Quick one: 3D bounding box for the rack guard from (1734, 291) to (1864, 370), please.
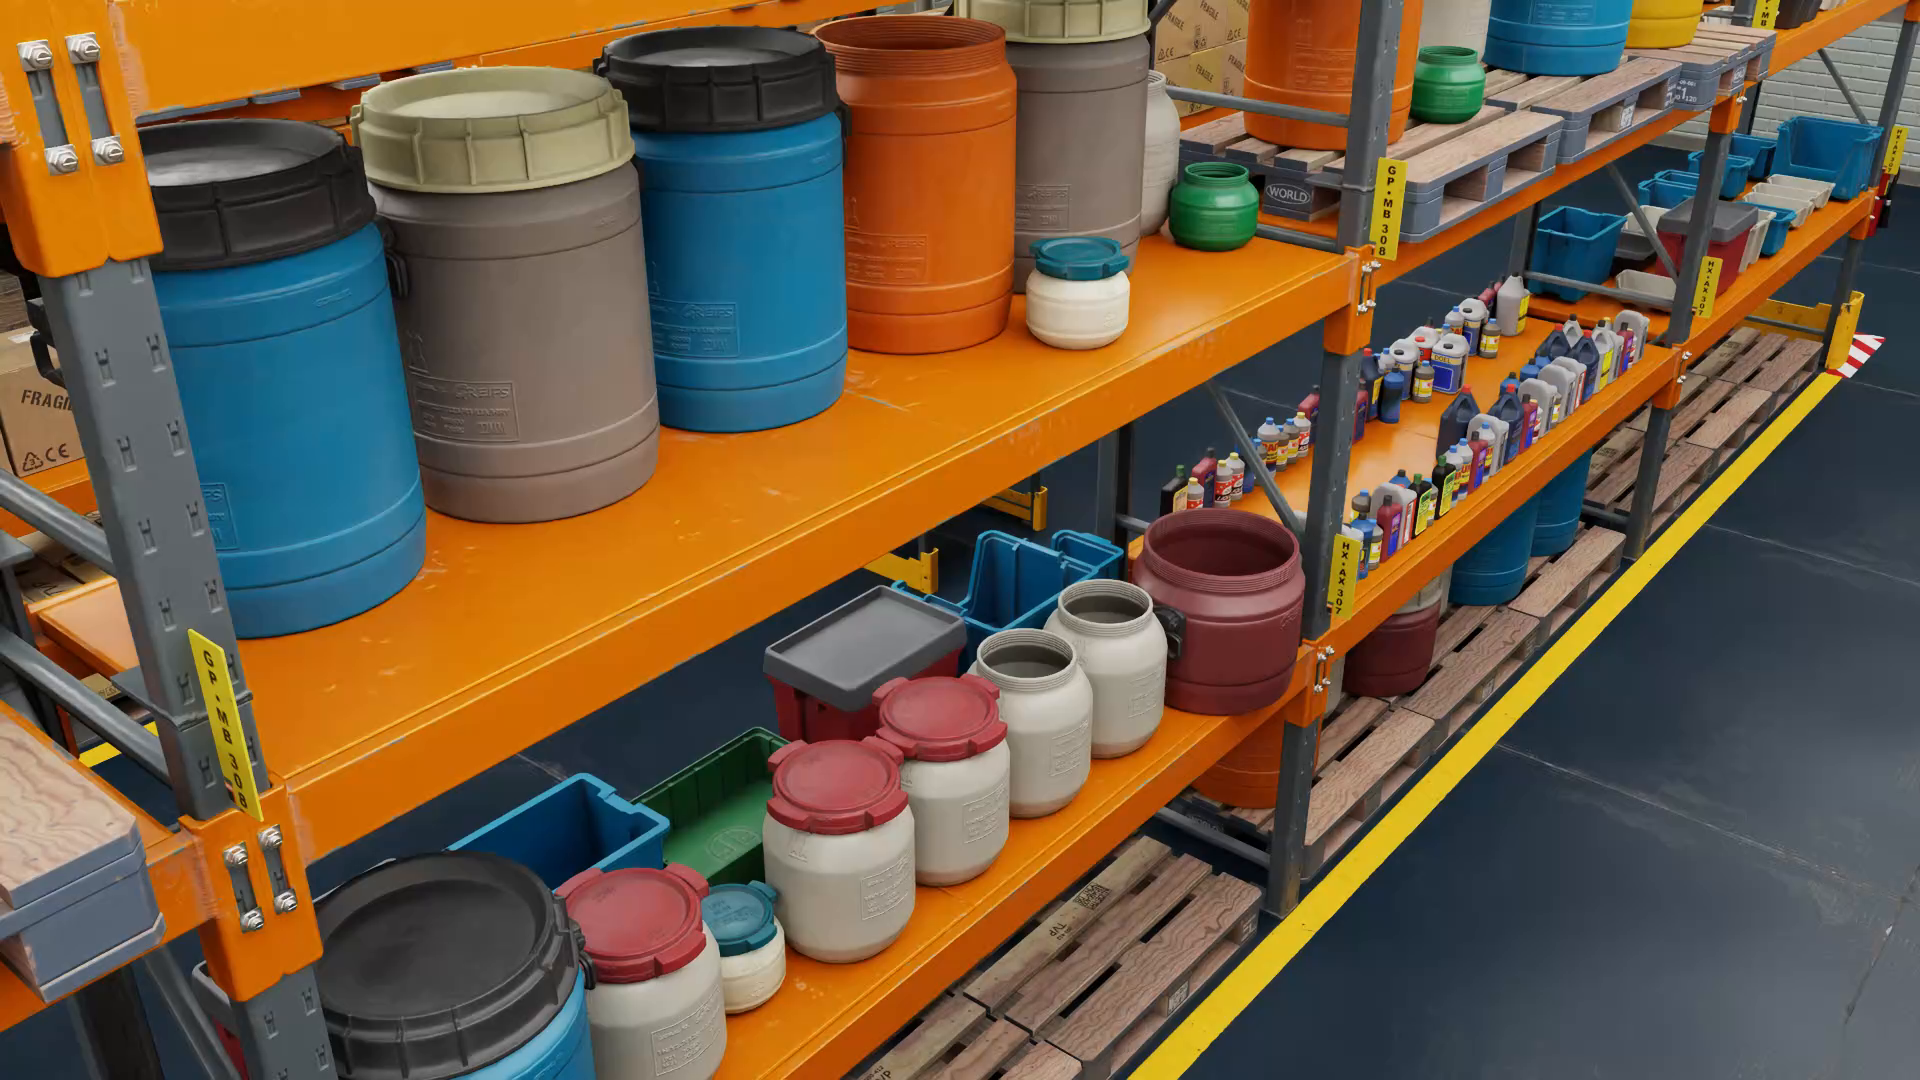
[{"bbox_3d":[6.057,-1.688,12.469,1.175,0.500,0.348,21,34,34],"label":"rack guard"}]

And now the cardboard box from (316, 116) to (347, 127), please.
[{"bbox_3d":[-5.153,-3.429,13.366,0.380,0.149,0.250,22,35,36],"label":"cardboard box"}]

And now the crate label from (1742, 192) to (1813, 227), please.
[{"bbox_3d":[5.319,-2.149,10.861,0.396,0.136,0.243,21,34,34],"label":"crate label"}]

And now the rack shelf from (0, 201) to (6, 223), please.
[{"bbox_3d":[-7.953,-1.816,10.780,1.077,0.370,4.000,21,34,34],"label":"rack shelf"}]

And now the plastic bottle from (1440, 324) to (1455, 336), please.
[{"bbox_3d":[2.530,-1.029,8.692,0.097,0.201,0.097,0,27,0],"label":"plastic bottle"}]

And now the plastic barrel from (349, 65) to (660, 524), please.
[{"bbox_3d":[-1.009,-0.562,3.762,0.600,0.901,0.600,0,27,0],"label":"plastic barrel"}]

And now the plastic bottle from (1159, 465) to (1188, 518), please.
[{"bbox_3d":[0.891,-0.166,6.933,0.061,0.283,0.133,21,34,34],"label":"plastic bottle"}]

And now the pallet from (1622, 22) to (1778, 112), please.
[{"bbox_3d":[3.084,-2.310,7.891,1.213,0.211,1.003,21,34,34],"label":"pallet"}]

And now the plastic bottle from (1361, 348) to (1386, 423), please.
[{"bbox_3d":[1.954,-0.758,8.005,0.144,0.351,0.185,21,34,34],"label":"plastic bottle"}]

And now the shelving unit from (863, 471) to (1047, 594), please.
[{"bbox_3d":[-0.048,-0.639,9.353,0.587,1.500,1.083,21,34,34],"label":"shelving unit"}]

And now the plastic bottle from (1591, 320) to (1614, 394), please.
[{"bbox_3d":[3.175,-0.924,8.326,0.144,0.351,0.185,21,34,34],"label":"plastic bottle"}]

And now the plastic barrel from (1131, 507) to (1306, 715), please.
[{"bbox_3d":[0.902,0.243,5.868,0.600,0.536,0.708,21,34,34],"label":"plastic barrel"}]

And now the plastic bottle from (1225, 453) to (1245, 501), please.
[{"bbox_3d":[1.188,-0.281,7.245,0.097,0.201,0.097,0,27,0],"label":"plastic bottle"}]

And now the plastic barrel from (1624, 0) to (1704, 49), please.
[{"bbox_3d":[3.084,-2.587,7.560,0.600,0.588,0.600,0,27,0],"label":"plastic barrel"}]

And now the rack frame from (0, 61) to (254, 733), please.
[{"bbox_3d":[-1.581,-1.196,2.268,1.000,3.000,0.127,21,34,34],"label":"rack frame"}]

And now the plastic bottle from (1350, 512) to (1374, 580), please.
[{"bbox_3d":[1.583,0.016,6.595,0.097,0.271,0.097,0,27,0],"label":"plastic bottle"}]

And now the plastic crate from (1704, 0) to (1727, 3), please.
[{"bbox_3d":[4.404,-3.370,9.864,0.437,0.282,0.530,21,34,34],"label":"plastic crate"}]

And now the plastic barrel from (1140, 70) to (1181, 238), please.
[{"bbox_3d":[0.529,-1.311,5.633,0.421,0.512,0.421,0,27,0],"label":"plastic barrel"}]

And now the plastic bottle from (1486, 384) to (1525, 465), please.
[{"bbox_3d":[2.475,-0.534,7.571,0.144,0.351,0.185,21,34,34],"label":"plastic bottle"}]

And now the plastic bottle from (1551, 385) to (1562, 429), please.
[{"bbox_3d":[2.815,-0.640,7.939,0.097,0.201,0.097,0,27,0],"label":"plastic bottle"}]

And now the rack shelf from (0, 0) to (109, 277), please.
[{"bbox_3d":[-2.853,0.010,1.155,1.077,0.370,4.000,21,34,34],"label":"rack shelf"}]

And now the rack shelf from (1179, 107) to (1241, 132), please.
[{"bbox_3d":[0.960,-3.206,13.466,1.077,0.370,4.000,21,34,34],"label":"rack shelf"}]

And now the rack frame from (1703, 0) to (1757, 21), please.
[{"bbox_3d":[3.508,-4.032,7.751,1.000,3.000,0.127,21,34,34],"label":"rack frame"}]

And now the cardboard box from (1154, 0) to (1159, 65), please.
[{"bbox_3d":[1.188,-3.939,12.902,0.500,0.500,0.500,22,35,36],"label":"cardboard box"}]

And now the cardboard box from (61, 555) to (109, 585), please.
[{"bbox_3d":[-3.969,0.186,8.051,0.500,0.311,0.500,22,34,36],"label":"cardboard box"}]

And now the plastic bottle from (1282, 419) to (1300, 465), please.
[{"bbox_3d":[1.497,-0.454,7.579,0.097,0.201,0.097,0,27,0],"label":"plastic bottle"}]

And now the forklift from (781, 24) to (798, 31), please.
[{"bbox_3d":[-2.086,-3.583,13.487,1.130,2.935,3.031,22,35,36],"label":"forklift"}]

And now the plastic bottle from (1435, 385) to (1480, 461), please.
[{"bbox_3d":[2.272,-0.531,7.565,0.144,0.351,0.185,21,34,34],"label":"plastic bottle"}]

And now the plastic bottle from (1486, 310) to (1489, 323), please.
[{"bbox_3d":[2.801,-1.181,8.984,0.097,0.201,0.097,0,27,0],"label":"plastic bottle"}]

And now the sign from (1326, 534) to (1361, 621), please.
[{"bbox_3d":[1.392,0.136,6.044,0.100,0.325,0.005,21,34,34],"label":"sign"}]

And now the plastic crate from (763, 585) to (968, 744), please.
[{"bbox_3d":[-0.301,0.506,5.439,0.402,0.464,0.583,21,34,34],"label":"plastic crate"}]

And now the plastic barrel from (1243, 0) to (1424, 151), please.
[{"bbox_3d":[1.327,-1.860,5.891,0.600,0.830,0.708,21,34,34],"label":"plastic barrel"}]

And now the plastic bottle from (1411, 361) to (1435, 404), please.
[{"bbox_3d":[2.291,-0.786,8.222,0.097,0.201,0.097,0,27,0],"label":"plastic bottle"}]

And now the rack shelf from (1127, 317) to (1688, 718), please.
[{"bbox_3d":[2.235,-0.339,7.924,1.077,0.370,4.000,21,34,34],"label":"rack shelf"}]

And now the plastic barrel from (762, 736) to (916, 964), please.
[{"bbox_3d":[-0.337,0.873,4.650,0.433,0.535,0.433,0,27,0],"label":"plastic barrel"}]

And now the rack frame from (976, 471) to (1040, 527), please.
[{"bbox_3d":[0.269,-0.816,9.695,0.500,1.500,0.032,21,34,34],"label":"rack frame"}]

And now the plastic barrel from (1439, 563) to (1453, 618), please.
[{"bbox_3d":[2.270,0.164,8.419,0.421,0.512,0.421,0,27,0],"label":"plastic barrel"}]

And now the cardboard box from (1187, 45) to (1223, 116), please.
[{"bbox_3d":[1.830,-3.856,13.831,0.500,0.500,0.500,21,34,35],"label":"cardboard box"}]

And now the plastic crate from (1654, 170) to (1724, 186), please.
[{"bbox_3d":[4.803,-2.280,11.010,0.416,0.233,0.300,21,34,34],"label":"plastic crate"}]

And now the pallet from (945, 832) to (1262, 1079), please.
[{"bbox_3d":[0.441,1.552,6.520,1.003,0.211,1.213,21,34,34],"label":"pallet"}]

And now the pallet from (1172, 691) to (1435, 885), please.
[{"bbox_3d":[1.433,0.997,7.593,1.003,0.211,1.213,21,34,34],"label":"pallet"}]

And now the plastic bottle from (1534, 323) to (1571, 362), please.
[{"bbox_3d":[2.947,-0.901,8.281,0.144,0.351,0.185,21,34,34],"label":"plastic bottle"}]

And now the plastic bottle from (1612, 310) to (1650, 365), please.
[{"bbox_3d":[3.506,-1.078,8.705,0.152,0.276,0.135,21,34,34],"label":"plastic bottle"}]

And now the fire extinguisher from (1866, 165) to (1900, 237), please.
[{"bbox_3d":[6.498,-2.507,11.821,0.296,0.674,0.183,21,34,34],"label":"fire extinguisher"}]

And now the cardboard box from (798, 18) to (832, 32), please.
[{"bbox_3d":[-1.909,-5.631,17.044,0.980,0.700,0.700,23,35,37],"label":"cardboard box"}]

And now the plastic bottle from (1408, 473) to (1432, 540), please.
[{"bbox_3d":[1.903,-0.155,6.912,0.061,0.283,0.133,21,34,34],"label":"plastic bottle"}]

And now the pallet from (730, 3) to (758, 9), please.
[{"bbox_3d":[-1.438,-3.486,10.164,1.213,0.211,1.003,21,34,34],"label":"pallet"}]

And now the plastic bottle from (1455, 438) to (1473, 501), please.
[{"bbox_3d":[2.171,-0.312,7.229,0.097,0.271,0.097,0,27,0],"label":"plastic bottle"}]

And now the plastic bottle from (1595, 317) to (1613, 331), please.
[{"bbox_3d":[3.398,-1.075,8.780,0.097,0.201,0.097,0,27,0],"label":"plastic bottle"}]

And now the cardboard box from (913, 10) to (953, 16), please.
[{"bbox_3d":[-0.190,-3.560,12.170,0.500,0.500,0.500,21,34,35],"label":"cardboard box"}]

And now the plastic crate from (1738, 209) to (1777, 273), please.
[{"bbox_3d":[4.621,-1.829,10.085,0.437,0.282,0.530,21,34,34],"label":"plastic crate"}]

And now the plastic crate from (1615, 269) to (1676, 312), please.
[{"bbox_3d":[3.914,-1.401,9.414,0.396,0.136,0.243,21,34,34],"label":"plastic crate"}]
